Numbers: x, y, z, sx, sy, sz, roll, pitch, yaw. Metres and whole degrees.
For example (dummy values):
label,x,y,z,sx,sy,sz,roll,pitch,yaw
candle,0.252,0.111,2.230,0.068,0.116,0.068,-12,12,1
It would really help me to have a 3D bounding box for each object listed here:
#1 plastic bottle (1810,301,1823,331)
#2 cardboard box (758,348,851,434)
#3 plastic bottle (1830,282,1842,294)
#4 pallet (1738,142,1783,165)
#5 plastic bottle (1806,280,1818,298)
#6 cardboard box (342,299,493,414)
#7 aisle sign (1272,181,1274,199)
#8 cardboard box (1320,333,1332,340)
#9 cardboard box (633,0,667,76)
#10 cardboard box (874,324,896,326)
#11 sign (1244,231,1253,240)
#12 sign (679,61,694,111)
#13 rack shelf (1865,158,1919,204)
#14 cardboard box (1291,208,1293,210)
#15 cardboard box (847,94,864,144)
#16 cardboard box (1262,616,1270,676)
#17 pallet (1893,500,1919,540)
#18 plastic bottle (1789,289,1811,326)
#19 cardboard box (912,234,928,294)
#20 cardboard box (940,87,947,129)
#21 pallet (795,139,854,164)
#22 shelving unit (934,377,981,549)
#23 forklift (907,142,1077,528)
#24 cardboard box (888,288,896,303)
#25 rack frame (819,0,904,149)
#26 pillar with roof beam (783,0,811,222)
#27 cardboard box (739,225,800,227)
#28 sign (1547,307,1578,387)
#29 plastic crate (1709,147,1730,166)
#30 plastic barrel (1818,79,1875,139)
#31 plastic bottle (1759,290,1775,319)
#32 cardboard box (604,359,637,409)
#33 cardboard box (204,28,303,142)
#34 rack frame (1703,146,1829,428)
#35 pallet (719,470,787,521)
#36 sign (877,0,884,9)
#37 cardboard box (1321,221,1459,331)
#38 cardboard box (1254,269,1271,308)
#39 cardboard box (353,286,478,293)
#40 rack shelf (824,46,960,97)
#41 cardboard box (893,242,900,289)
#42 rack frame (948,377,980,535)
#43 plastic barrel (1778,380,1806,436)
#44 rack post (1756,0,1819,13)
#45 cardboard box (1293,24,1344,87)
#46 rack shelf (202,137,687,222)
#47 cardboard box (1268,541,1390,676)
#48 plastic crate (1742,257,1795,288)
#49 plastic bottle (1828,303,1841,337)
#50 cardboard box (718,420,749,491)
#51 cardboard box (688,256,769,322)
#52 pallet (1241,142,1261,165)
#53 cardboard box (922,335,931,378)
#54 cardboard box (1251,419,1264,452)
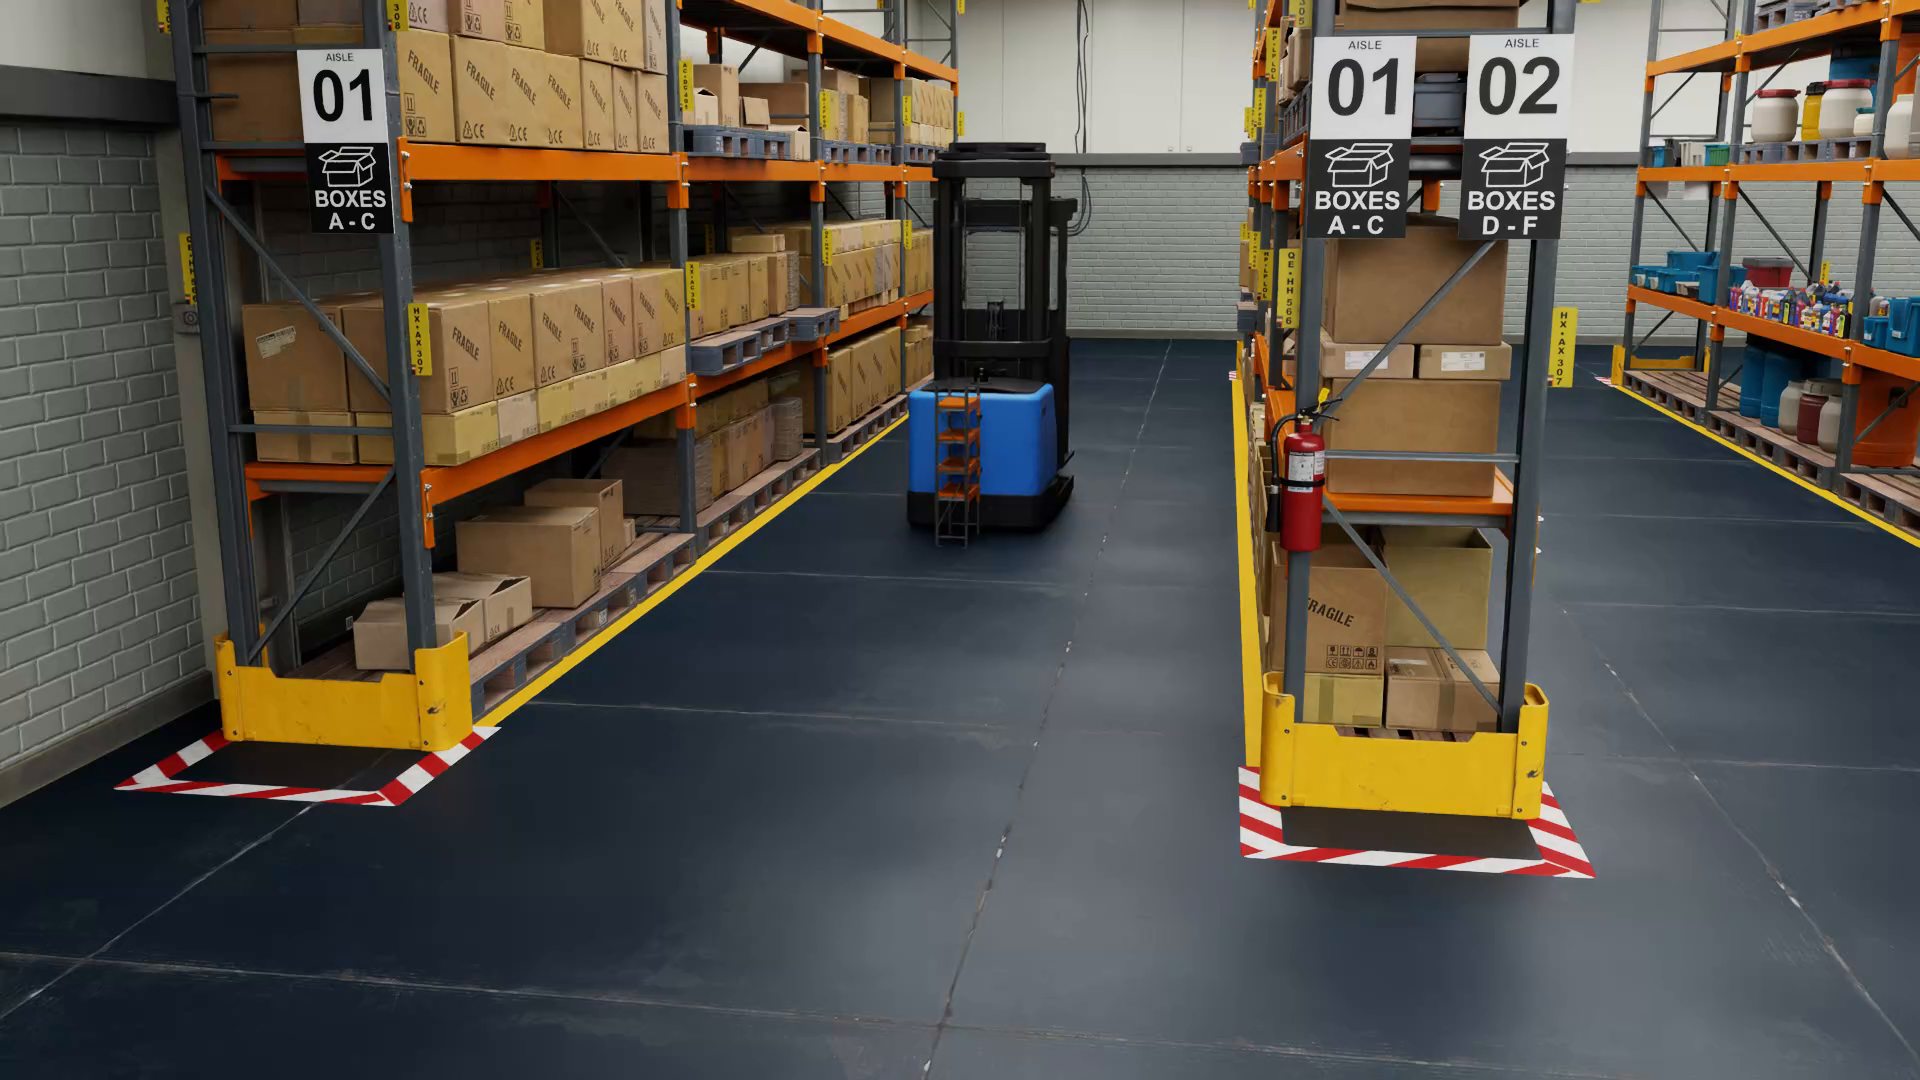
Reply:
label,x,y,z,sx,sy,sz,roll,pitch,yaw
plastic bottle,7.803,-2.036,15.124,0.097,0.271,0.097,0,12,0
cardboard box,-1.515,-1.472,16.310,0.750,0.750,0.750,2,12,8
plastic bottle,8.800,-2.416,16.701,0.144,0.351,0.185,2,12,9
pallet,8.623,-3.888,16.744,1.213,0.211,1.003,2,12,9
plastic bottle,8.686,-2.459,16.901,0.144,0.351,0.185,2,12,9
cardboard box,-2.618,-0.896,8.061,0.500,0.500,0.500,2,12,9
aisle sign,4.088,-4.969,22.260,0.394,0.787,0.004,2,12,9
cardboard box,1.817,-0.850,7.541,0.380,0.149,0.250,2,12,10
cardboard box,-2.182,-3.237,10.615,0.500,0.500,0.500,1,12,4
cardboard box,-0.986,-2.648,21.056,0.380,0.149,0.250,2,12,9
sign,3.216,-3.281,18.543,0.100,0.325,0.005,2,12,9
sign,-1.835,-3.039,11.129,0.100,0.325,0.005,2,12,9
rack shelf,7.724,-2.546,11.776,1.077,0.370,4.000,2,12,9
cardboard box,4.494,-4.005,21.348,0.500,0.500,0.500,2,12,10
cardboard box,-1.408,-4.434,17.547,0.700,0.500,0.500,2,12,8
cardboard box,1.763,0.569,8.262,0.500,0.250,0.500,2,12,9
pallet,7.684,-0.072,12.324,1.003,0.211,1.213,2,12,9
plastic bottle,7.914,-2.192,15.659,0.144,0.351,0.185,2,12,9
cardboard box,-0.925,-3.412,20.495,0.980,0.700,0.700,2,12,7
cardboard box,-0.458,-5.583,21.501,0.500,0.500,0.500,2,12,10
pallet,-1.711,-3.679,15.771,1.213,0.211,1.003,2,12,11
shelving unit,-0.016,-0.577,12.324,0.258,1.200,0.503,2,12,10
forklift,0.371,-1.790,13.841,1.130,2.935,3.031,2,12,10
cardboard box,-0.930,-2.756,18.709,0.380,0.149,0.250,2,12,10
rack frame,-1.142,-5.934,18.669,1.000,3.000,0.127,2,12,9
pillar with roof beam,2.364,-5.969,18.828,9.100,9.000,0.400,2,12,9
cardboard box,-1.861,-2.950,16.291,0.500,0.250,0.500,1,12,7
sign,2.455,-0.787,6.780,0.100,0.325,0.005,2,12,9
plastic crate,8.413,-4.141,17.973,0.450,0.188,0.662,2,12,9
plastic barrel,8.155,-3.960,15.309,0.433,0.535,0.433,0,12,0
plastic bottle,8.057,-2.343,16.541,0.152,0.276,0.135,2,12,9
cardboard box,-2.293,-0.956,10.116,0.500,0.250,0.500,2,12,8
cardboard box,-3.174,-2.124,7.823,0.500,0.500,0.500,3,12,13
rack frame,8.647,-2.681,17.812,1.000,3.000,0.127,2,12,9
pallet,-2.069,-0.390,13.802,1.003,0.211,1.213,2,12,9
sign,-1.075,-7.320,22.507,0.100,0.325,0.005,2,12,9
cardboard box,2.075,-1.244,7.831,0.700,0.500,0.500,2,12,7
cardboard box,3.123,-2.398,15.267,0.700,0.500,0.500,-2,12,-10
cardboard box,-2.963,-1.124,9.117,0.500,0.500,0.500,2,12,7
rack shelf,-0.835,-5.803,20.719,1.077,0.370,4.000,2,12,9
cardboard box,-0.964,-3.101,18.773,0.500,0.500,0.500,2,12,8
rack frame,0.029,-0.628,12.558,0.240,1.200,0.015,2,12,10
plastic barrel,8.262,-1.295,16.291,0.421,0.512,0.421,0,12,0
rack post,8.486,-5.402,16.379,0.937,0.300,0.954,2,12,8
cardboard box,1.824,-2.259,7.762,0.500,0.250,0.500,2,12,9
rack shelf,-2.680,-2.035,9.402,1.077,0.370,4.000,2,12,9
cardboard box,1.696,0.307,7.698,0.500,0.500,0.500,2,12,9
plastic crate,9.032,-2.919,18.623,0.402,0.464,0.583,2,12,9
plastic bottle,7.708,-1.937,14.638,0.061,0.283,0.133,2,12,9
cardboard box,-2.128,-0.697,13.498,0.700,0.500,0.500,2,12,9
cardboard box,-1.990,-2.075,13.718,0.700,0.500,0.500,2,12,9
pallet,3.427,-3.867,16.642,1.213,0.211,1.003,2,12,9
cardboard box,-0.764,-2.349,21.207,0.700,0.500,0.500,2,12,10
cardboard box,2.614,-0.829,13.420,0.500,0.311,0.500,2,12,7
